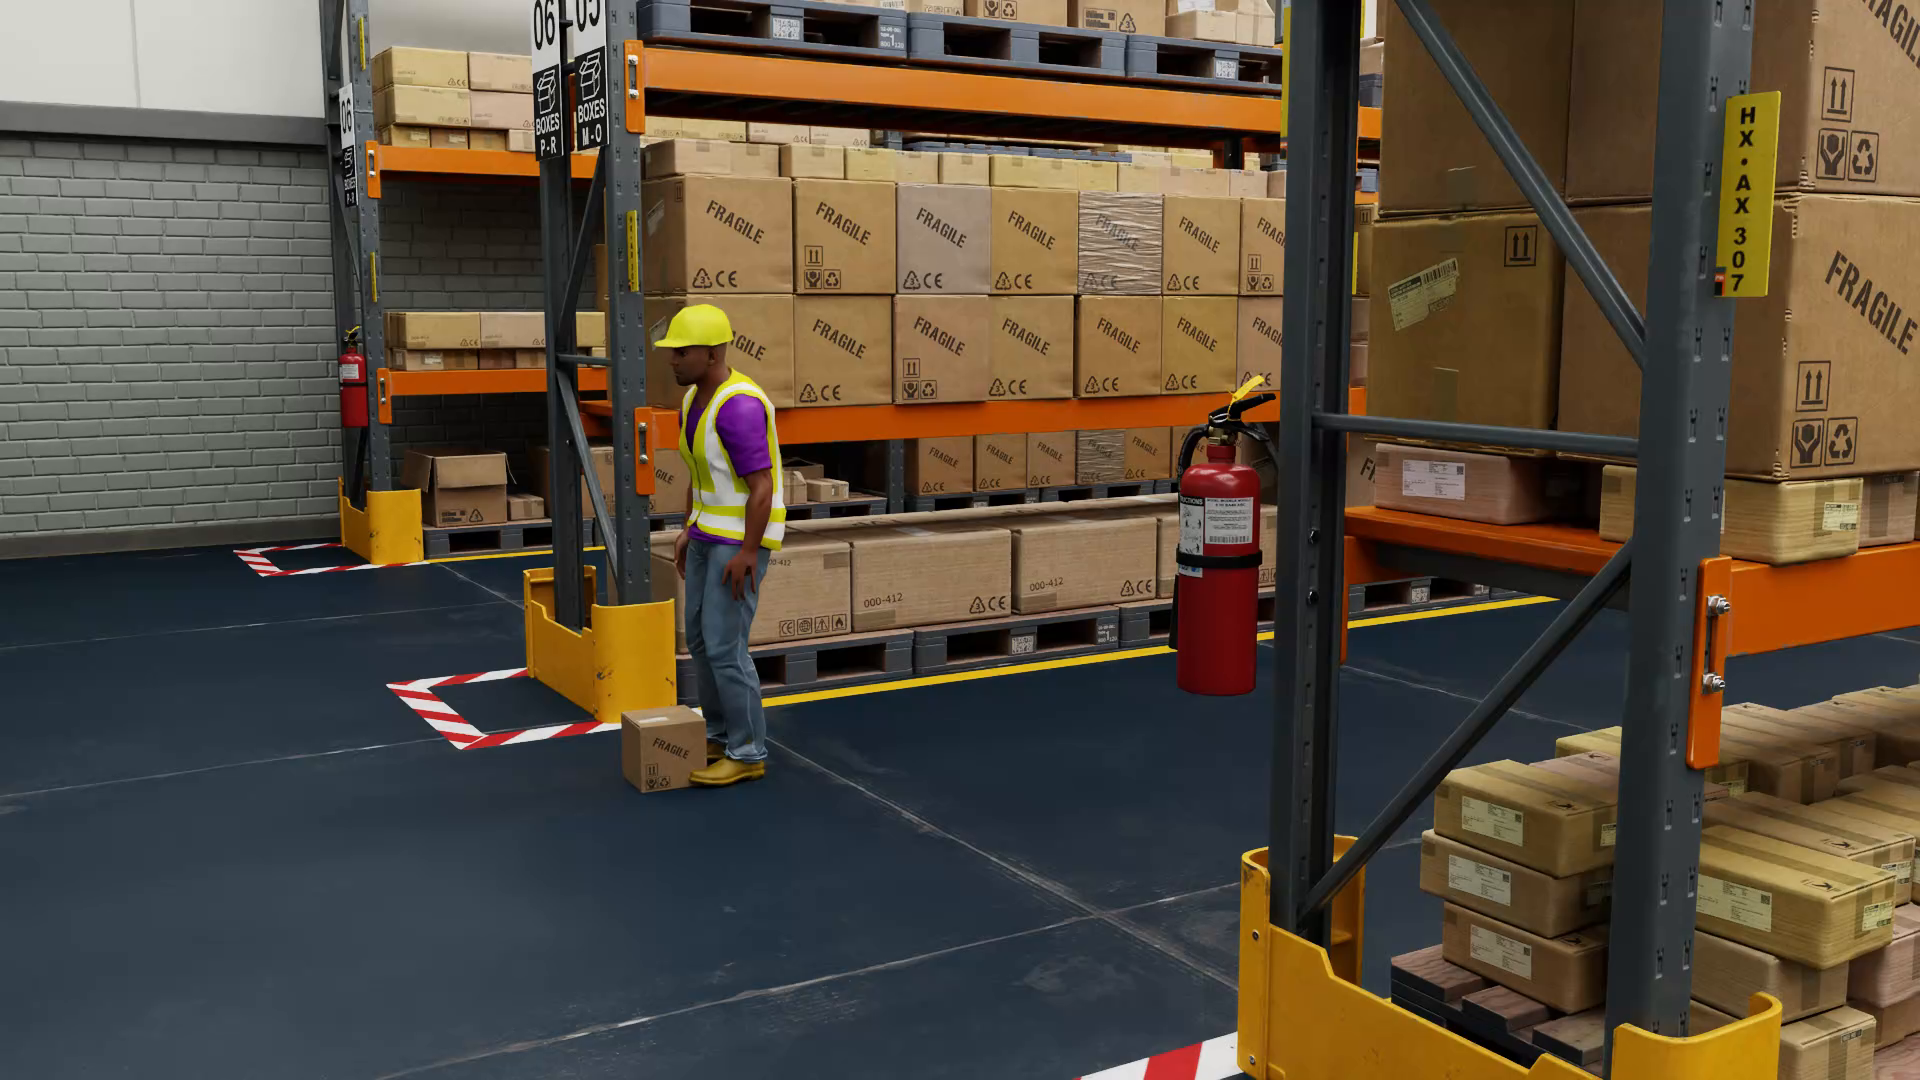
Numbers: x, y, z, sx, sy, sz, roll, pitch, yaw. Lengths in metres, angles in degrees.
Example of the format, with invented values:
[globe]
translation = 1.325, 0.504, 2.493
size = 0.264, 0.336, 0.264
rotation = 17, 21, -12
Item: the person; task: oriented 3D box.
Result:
[person]
translation = -0.897, 0.013, 6.167
size = 0.461, 1.759, 0.633
rotation = -4, 9, -29
